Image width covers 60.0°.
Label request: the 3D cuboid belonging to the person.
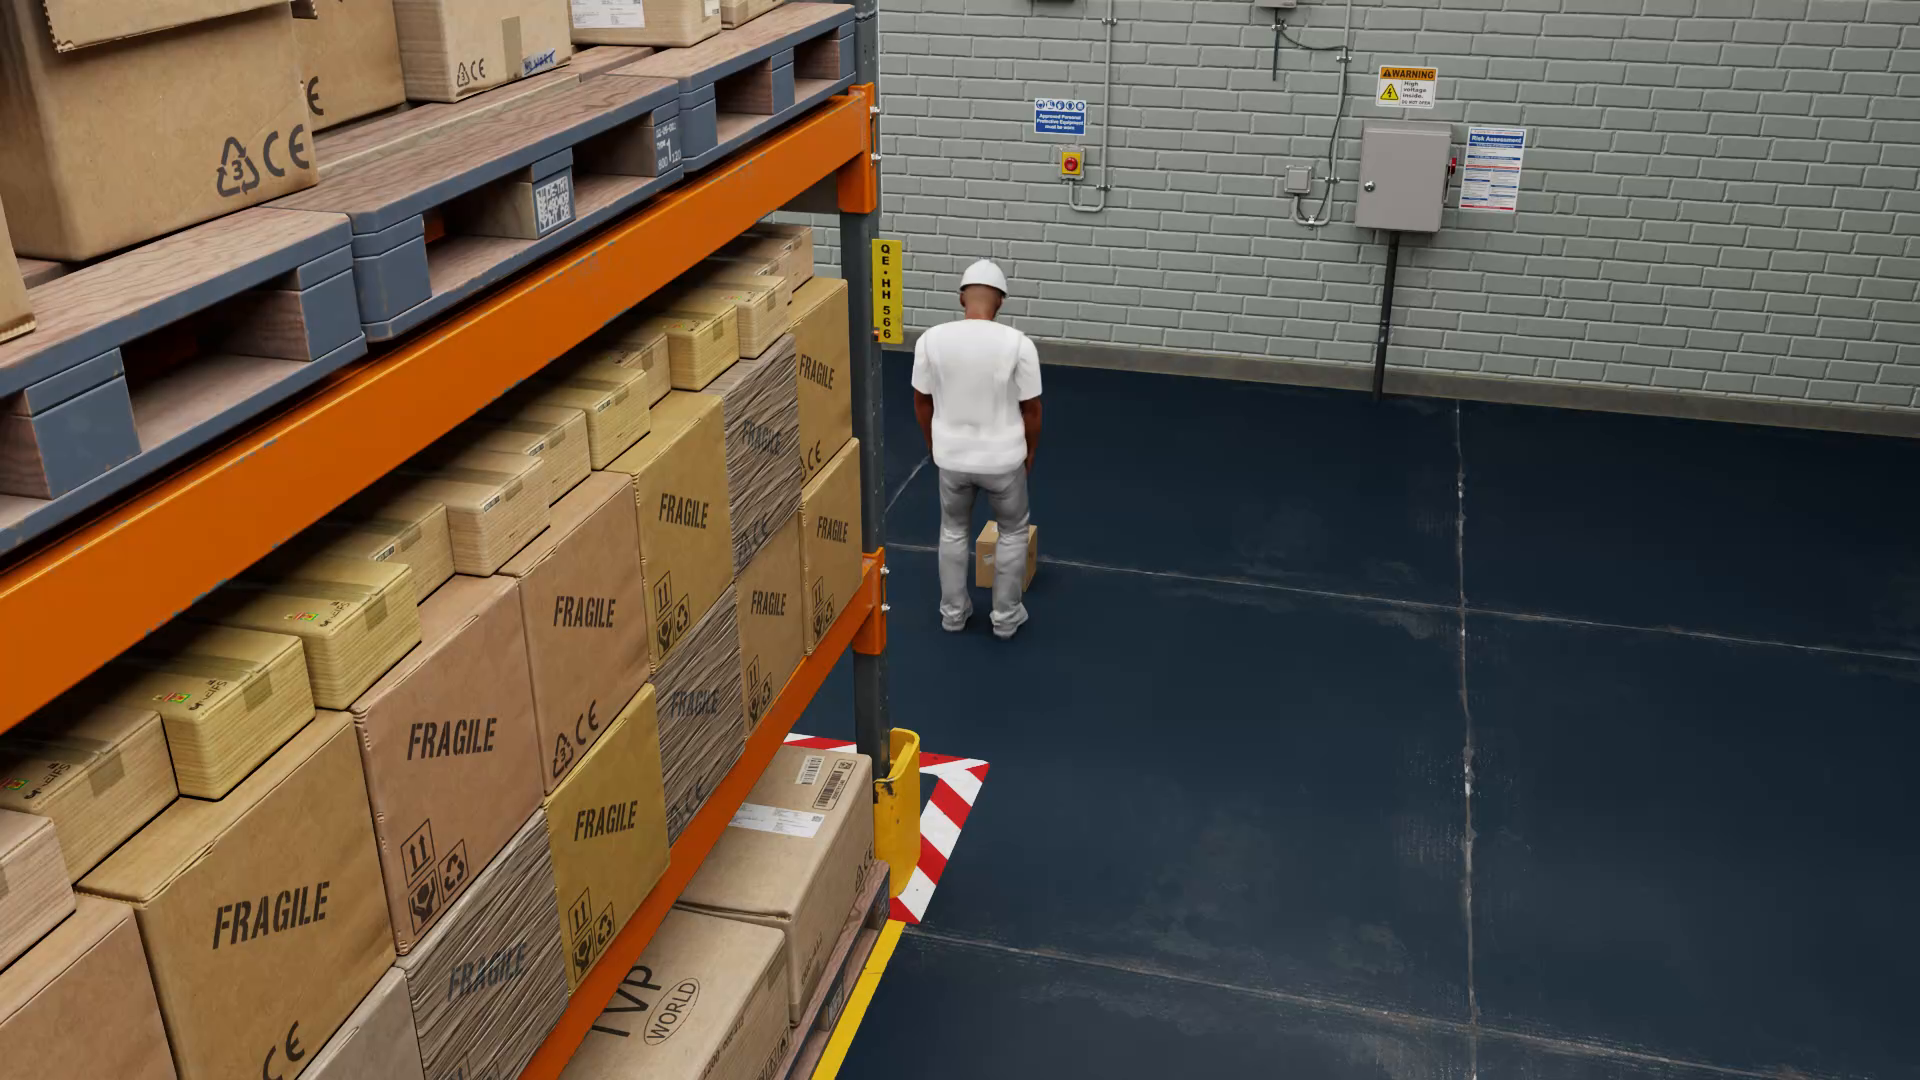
[{"bbox_3d":[0.082,-0.394,7.481,0.591,1.718,0.453,7,26,14],"label":"person"}]
